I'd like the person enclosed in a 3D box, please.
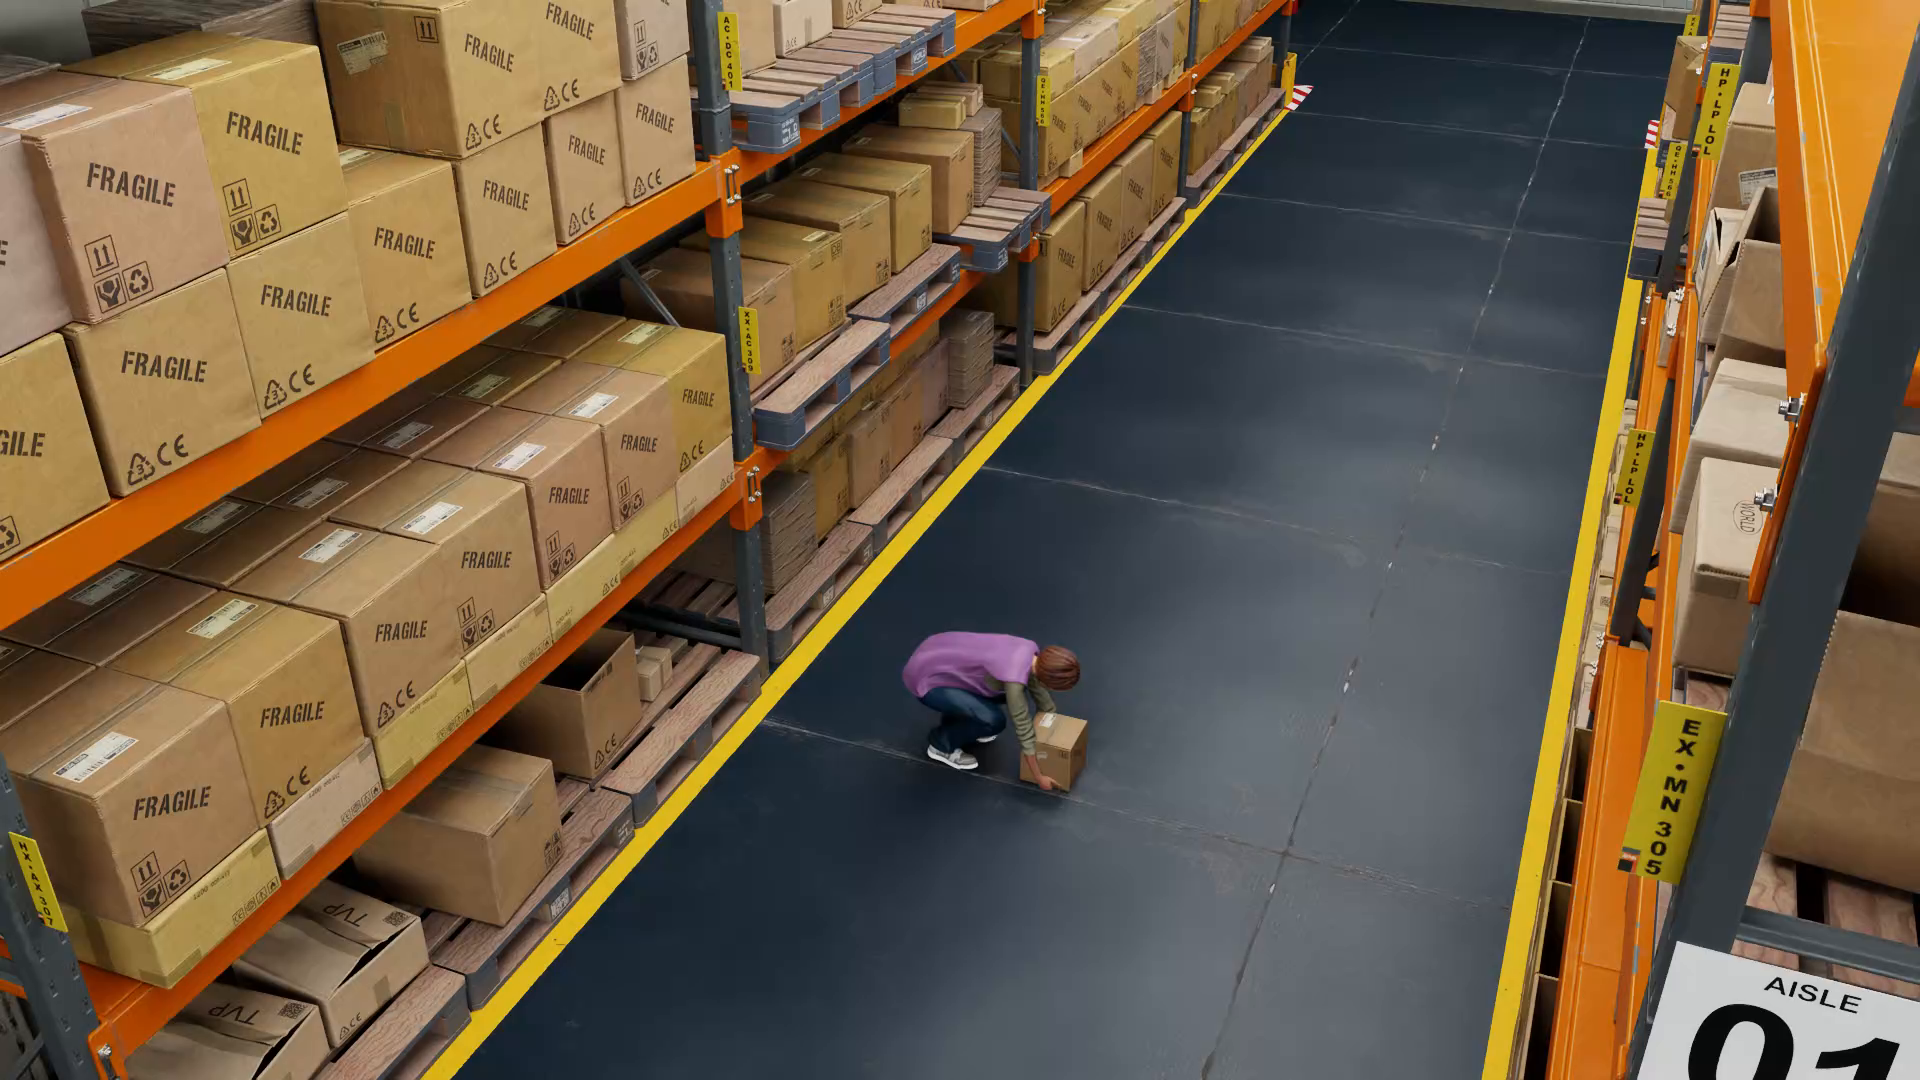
[{"bbox_3d":[0.148,0.772,7.998,0.860,0.697,0.423,11,32,18],"label":"person"}]
